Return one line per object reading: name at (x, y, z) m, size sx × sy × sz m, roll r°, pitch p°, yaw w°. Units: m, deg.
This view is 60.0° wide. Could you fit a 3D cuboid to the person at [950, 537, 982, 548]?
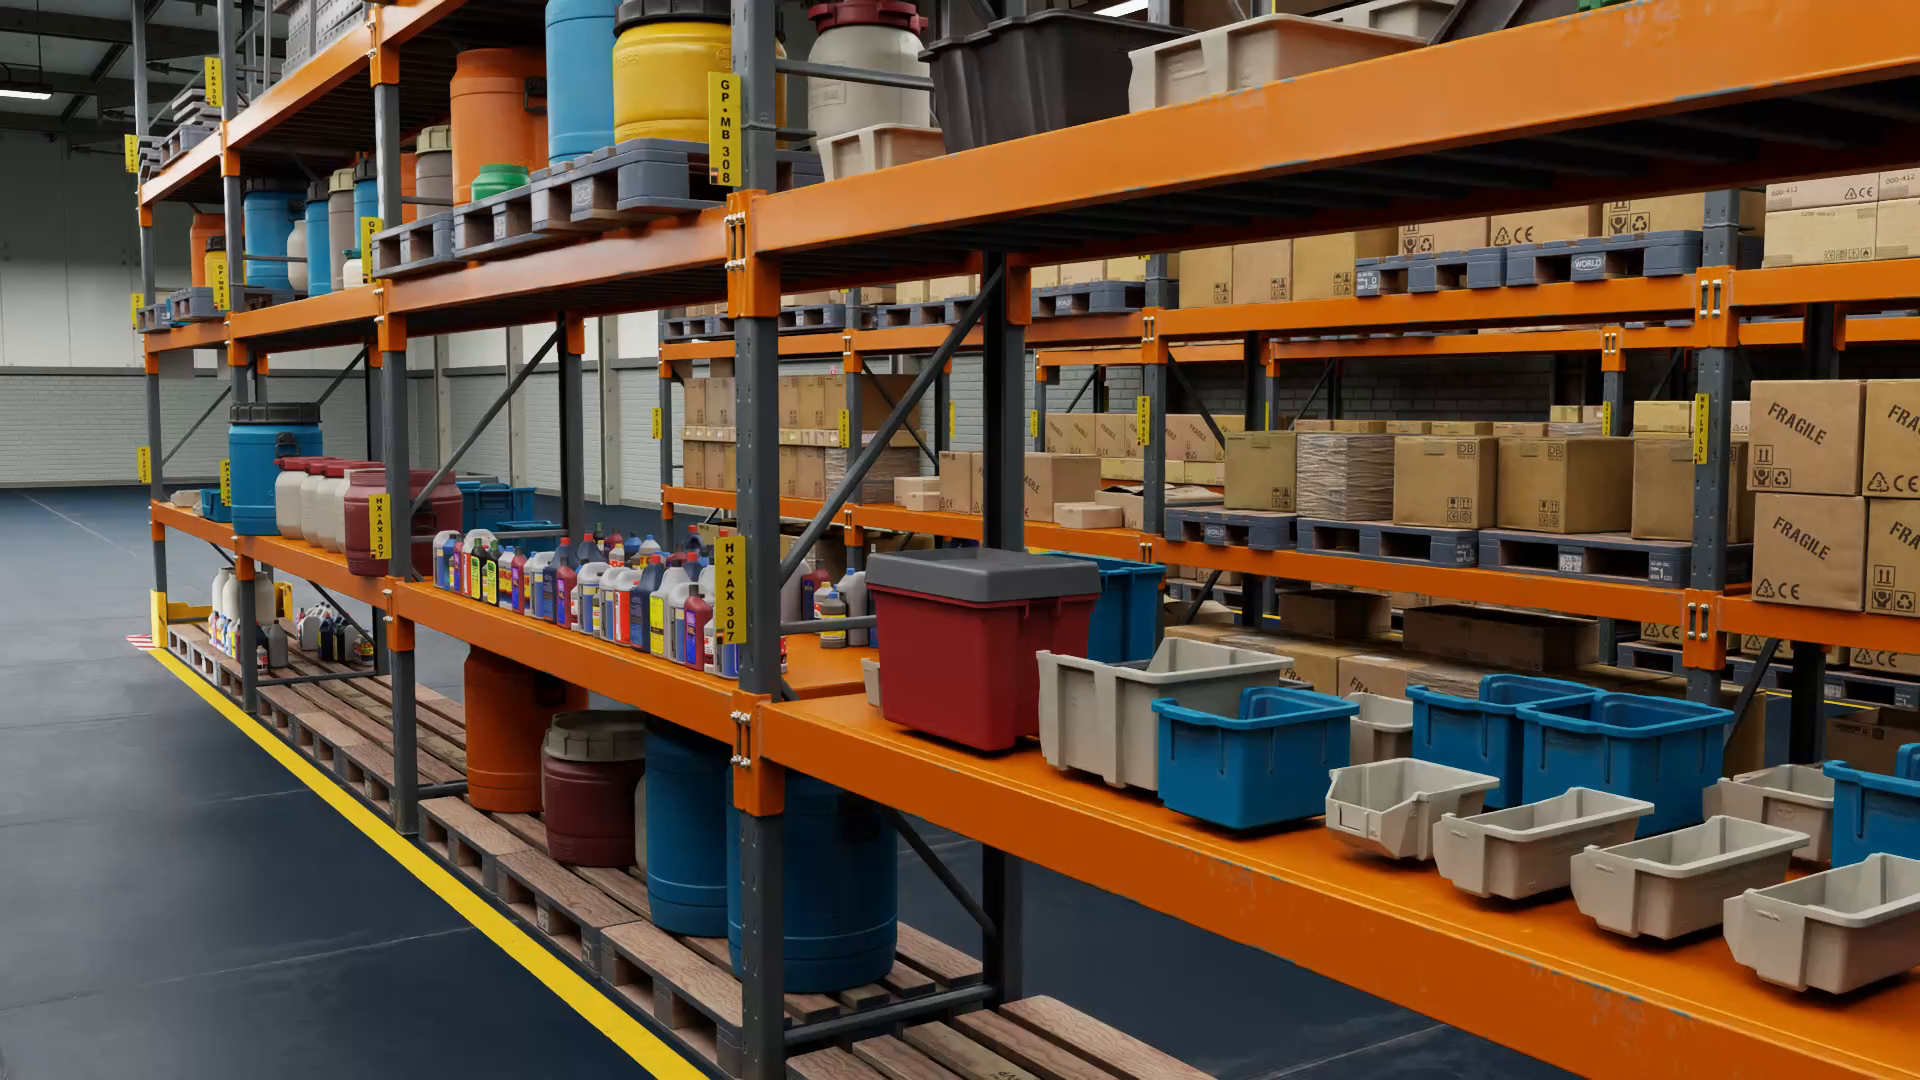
person at (-0.001, -0.018, 16.836) m, size 0.481 × 1.627 × 0.515 m, roll 0°, pitch 5°, yaw 1°
